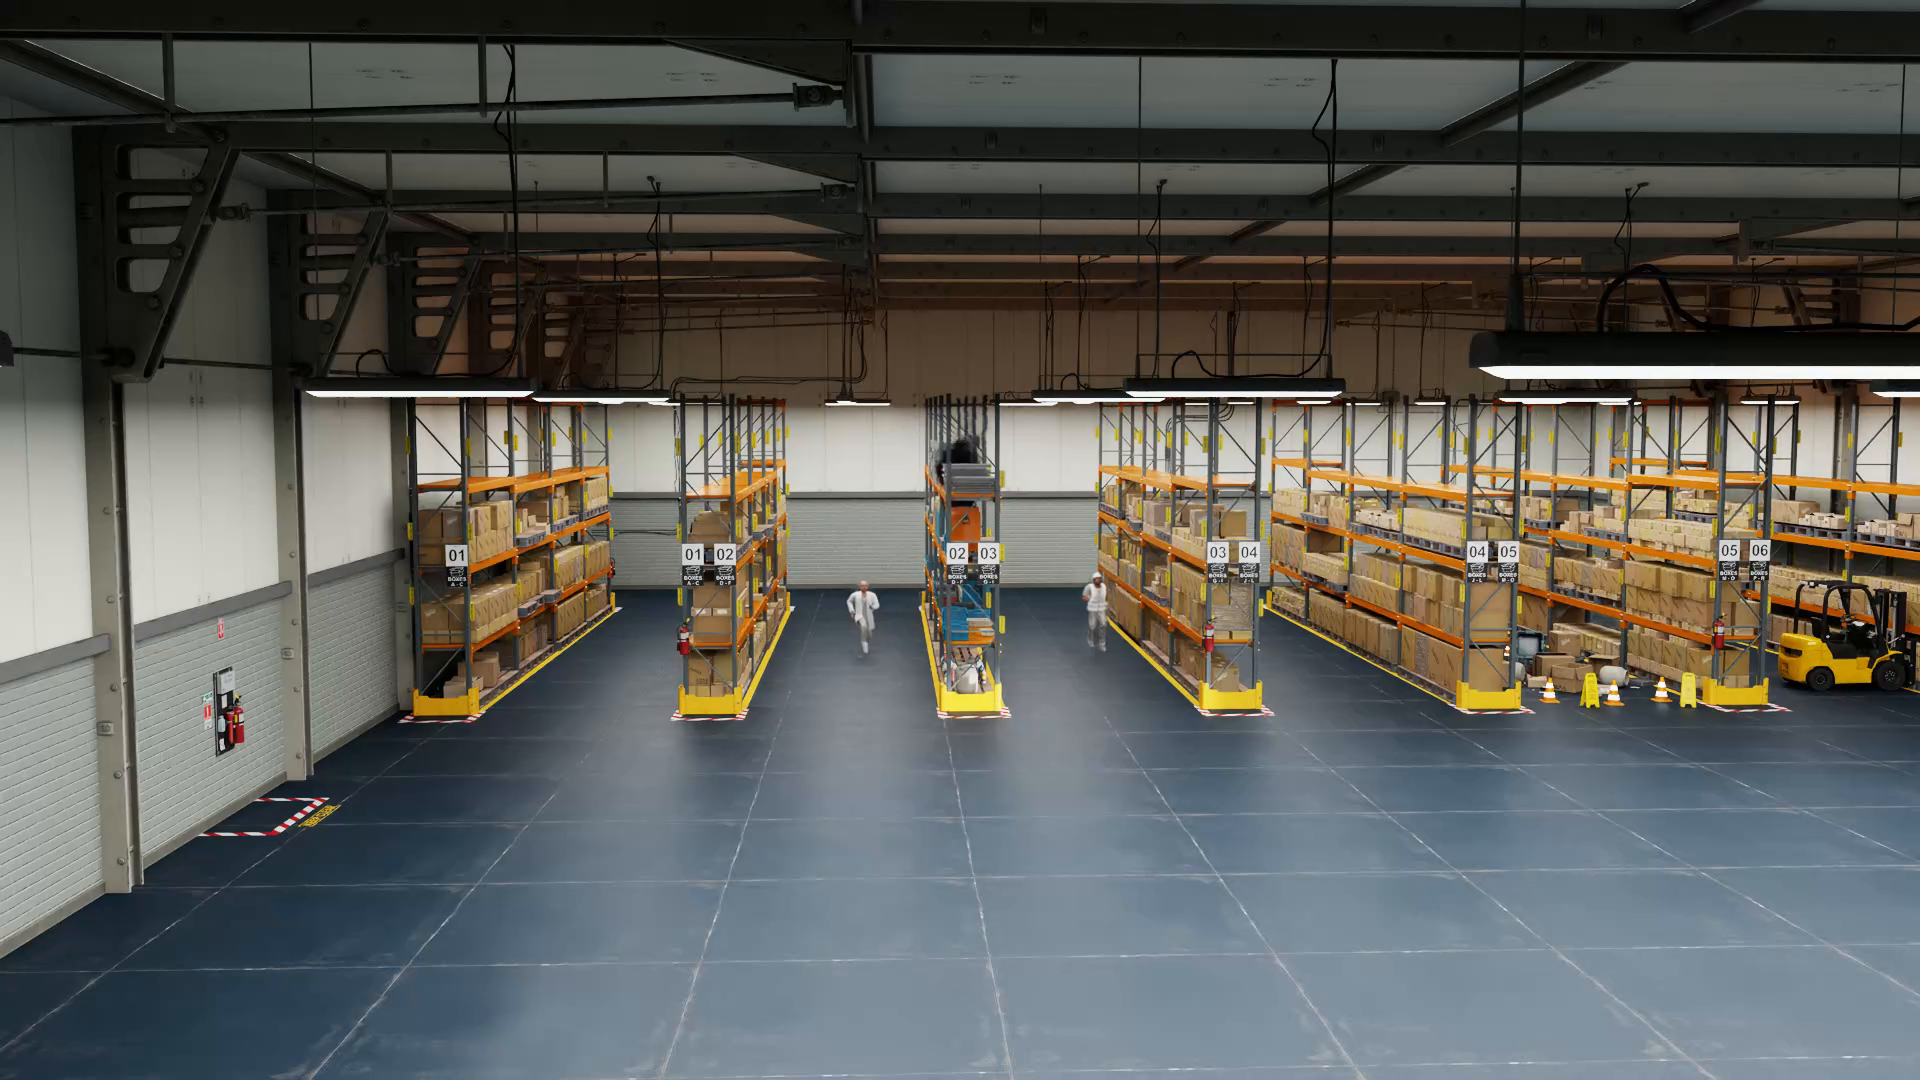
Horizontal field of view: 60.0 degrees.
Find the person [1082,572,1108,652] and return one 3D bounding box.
[{"bbox_3d":[3.094,1.625,37.977,0.658,1.793,0.801,-1,5,-9],"label":"person"}]

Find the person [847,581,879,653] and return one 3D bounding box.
[{"bbox_3d":[-2.210,1.784,38.168,0.714,1.704,1.027,-1,5,-14],"label":"person"}]
